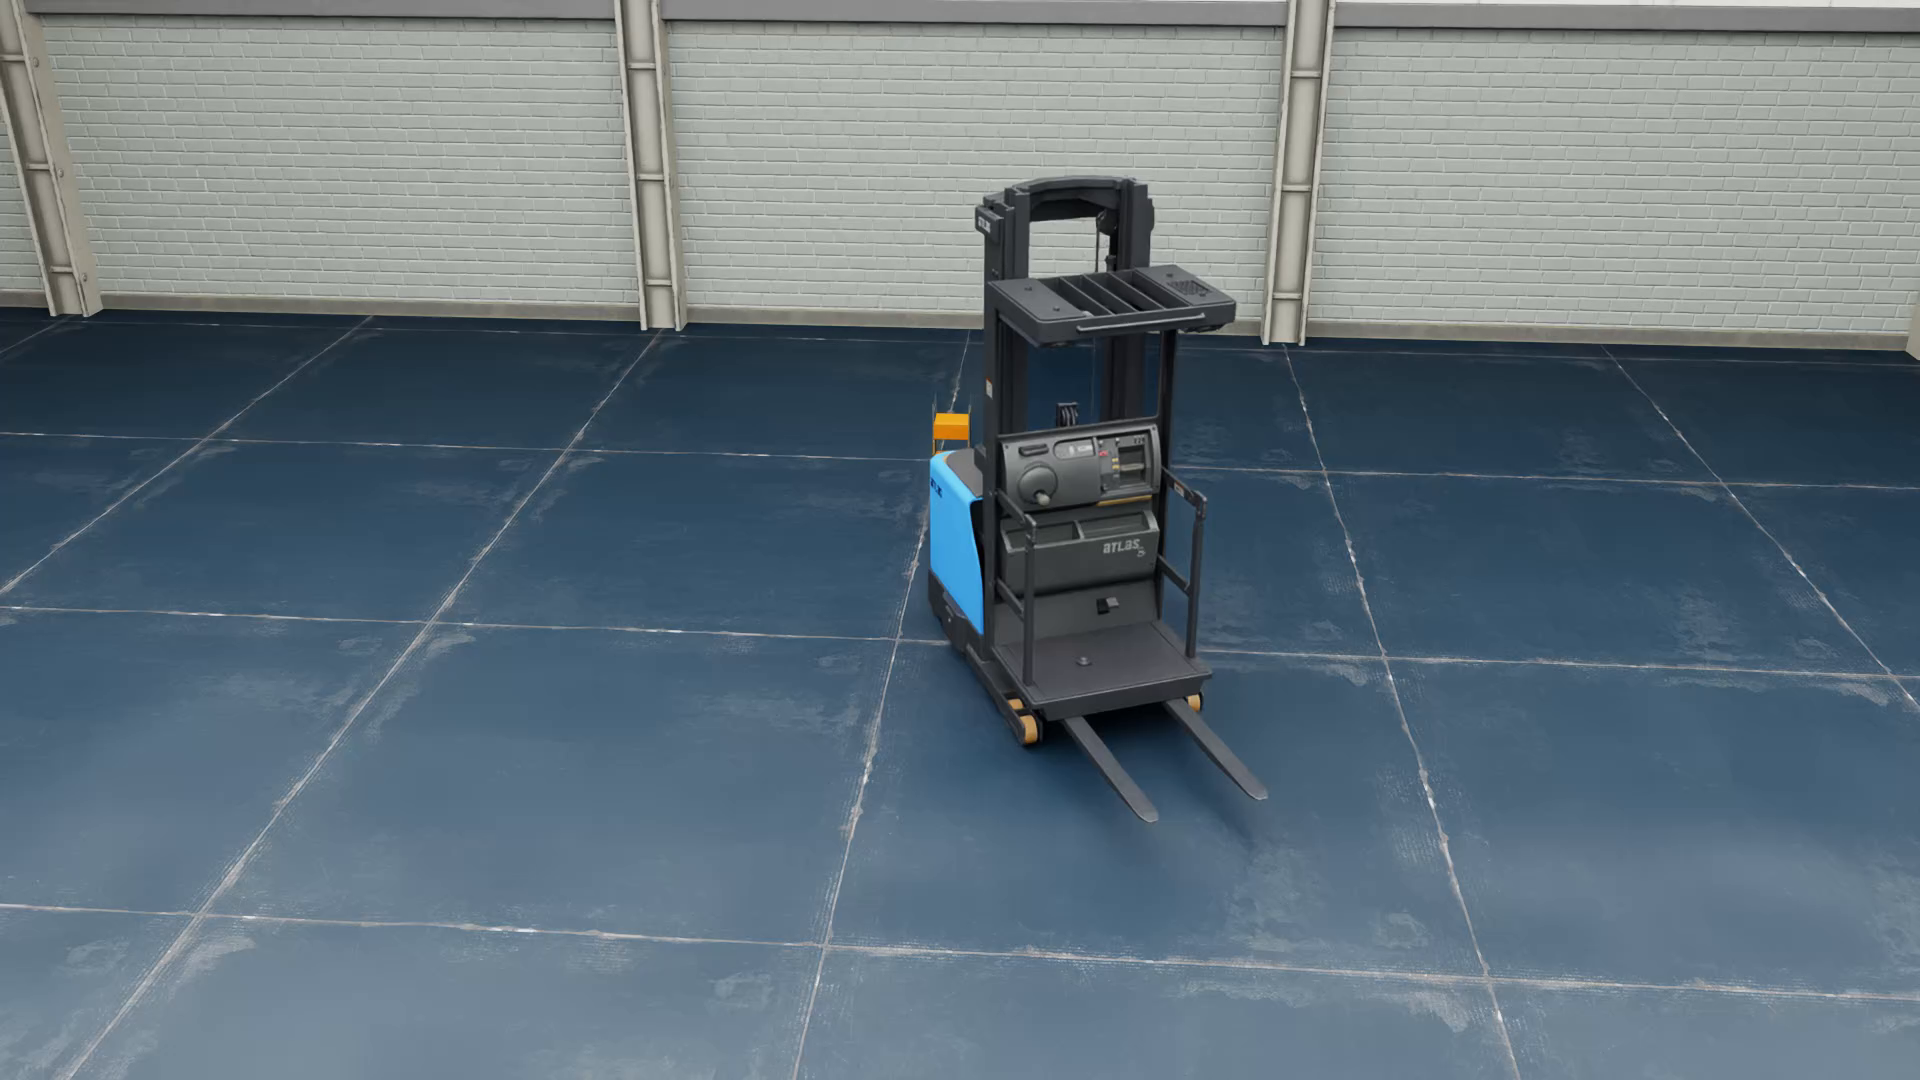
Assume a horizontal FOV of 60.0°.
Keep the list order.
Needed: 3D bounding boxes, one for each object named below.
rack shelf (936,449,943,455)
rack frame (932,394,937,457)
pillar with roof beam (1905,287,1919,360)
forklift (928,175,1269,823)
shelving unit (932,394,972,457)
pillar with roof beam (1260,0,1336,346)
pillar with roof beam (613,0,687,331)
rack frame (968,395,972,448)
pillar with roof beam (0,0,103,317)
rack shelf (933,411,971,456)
[{"bbox_3d":[-0.053,-0.469,11.539,0.240,0.259,0.215,2,25,4],"label":"rack shelf"},{"bbox_3d":[-0.175,-0.483,11.543,0.008,1.050,0.200,2,25,4],"label":"rack frame"},{"bbox_3d":[8.735,-4.015,9.709,0.400,9.000,9.100,2,25,4],"label":"pillar with roof beam"},{"bbox_3d":[0.753,-0.380,9.070,1.130,2.935,3.031,-8,26,-17],"label":"forklift"},{"bbox_3d":[-0.053,-0.479,11.534,0.252,1.050,0.215,2,25,4],"label":"shelving unit"},{"bbox_3d":[2.753,-4.207,10.127,0.400,9.000,9.100,2,25,4],"label":"pillar with roof beam"},{"bbox_3d":[-3.229,-4.399,10.544,0.400,9.000,9.100,2,25,4],"label":"pillar with roof beam"},{"bbox_3d":[0.068,-0.475,11.526,0.008,1.050,0.200,2,25,4],"label":"rack frame"},{"bbox_3d":[-9.212,-4.591,10.961,0.400,9.000,9.100,2,25,4],"label":"pillar with roof beam"},{"bbox_3d":[-0.053,-0.727,11.420,0.240,0.259,0.215,2,25,4],"label":"rack shelf"}]
